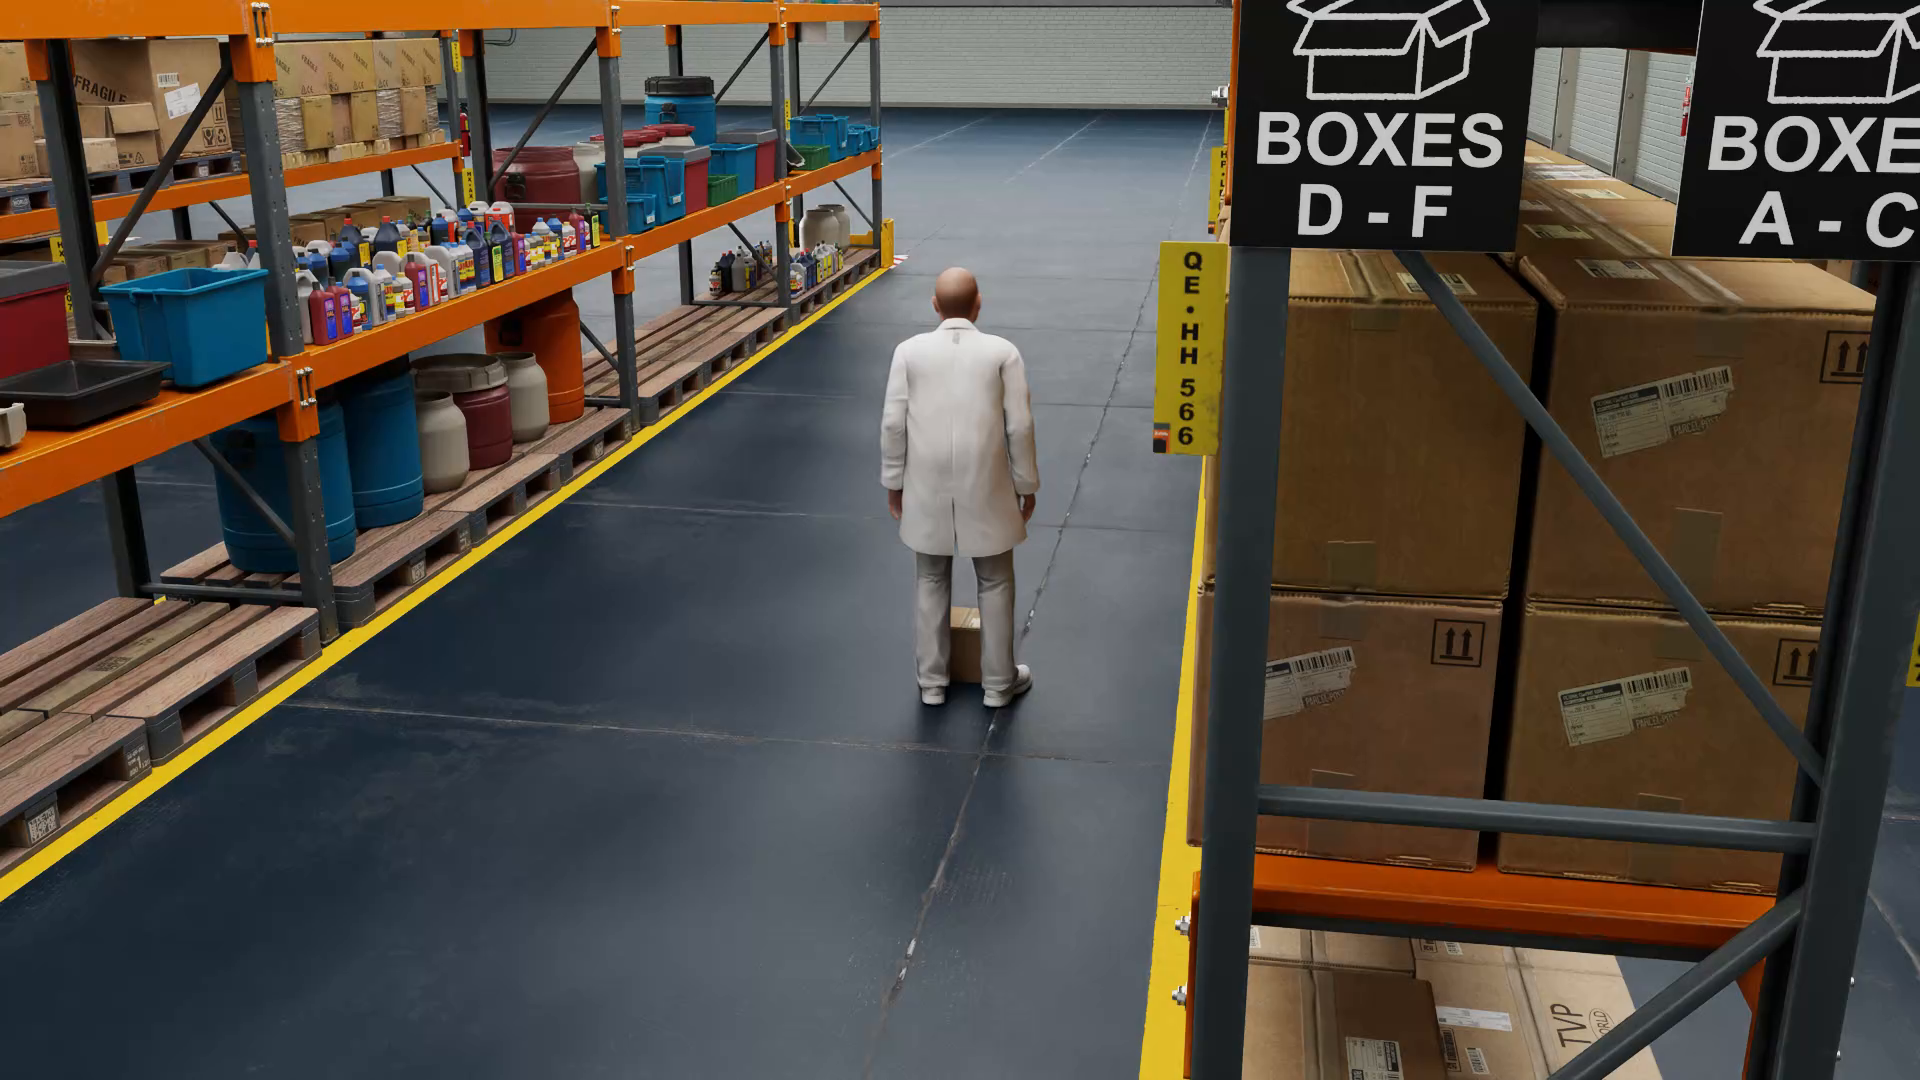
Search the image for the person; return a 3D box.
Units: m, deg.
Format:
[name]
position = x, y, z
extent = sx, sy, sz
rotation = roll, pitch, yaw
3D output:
[person]
position = 0.001, -0.202, 6.713
extent = 0.647, 1.774, 0.418
rotation = 3, 18, 8
